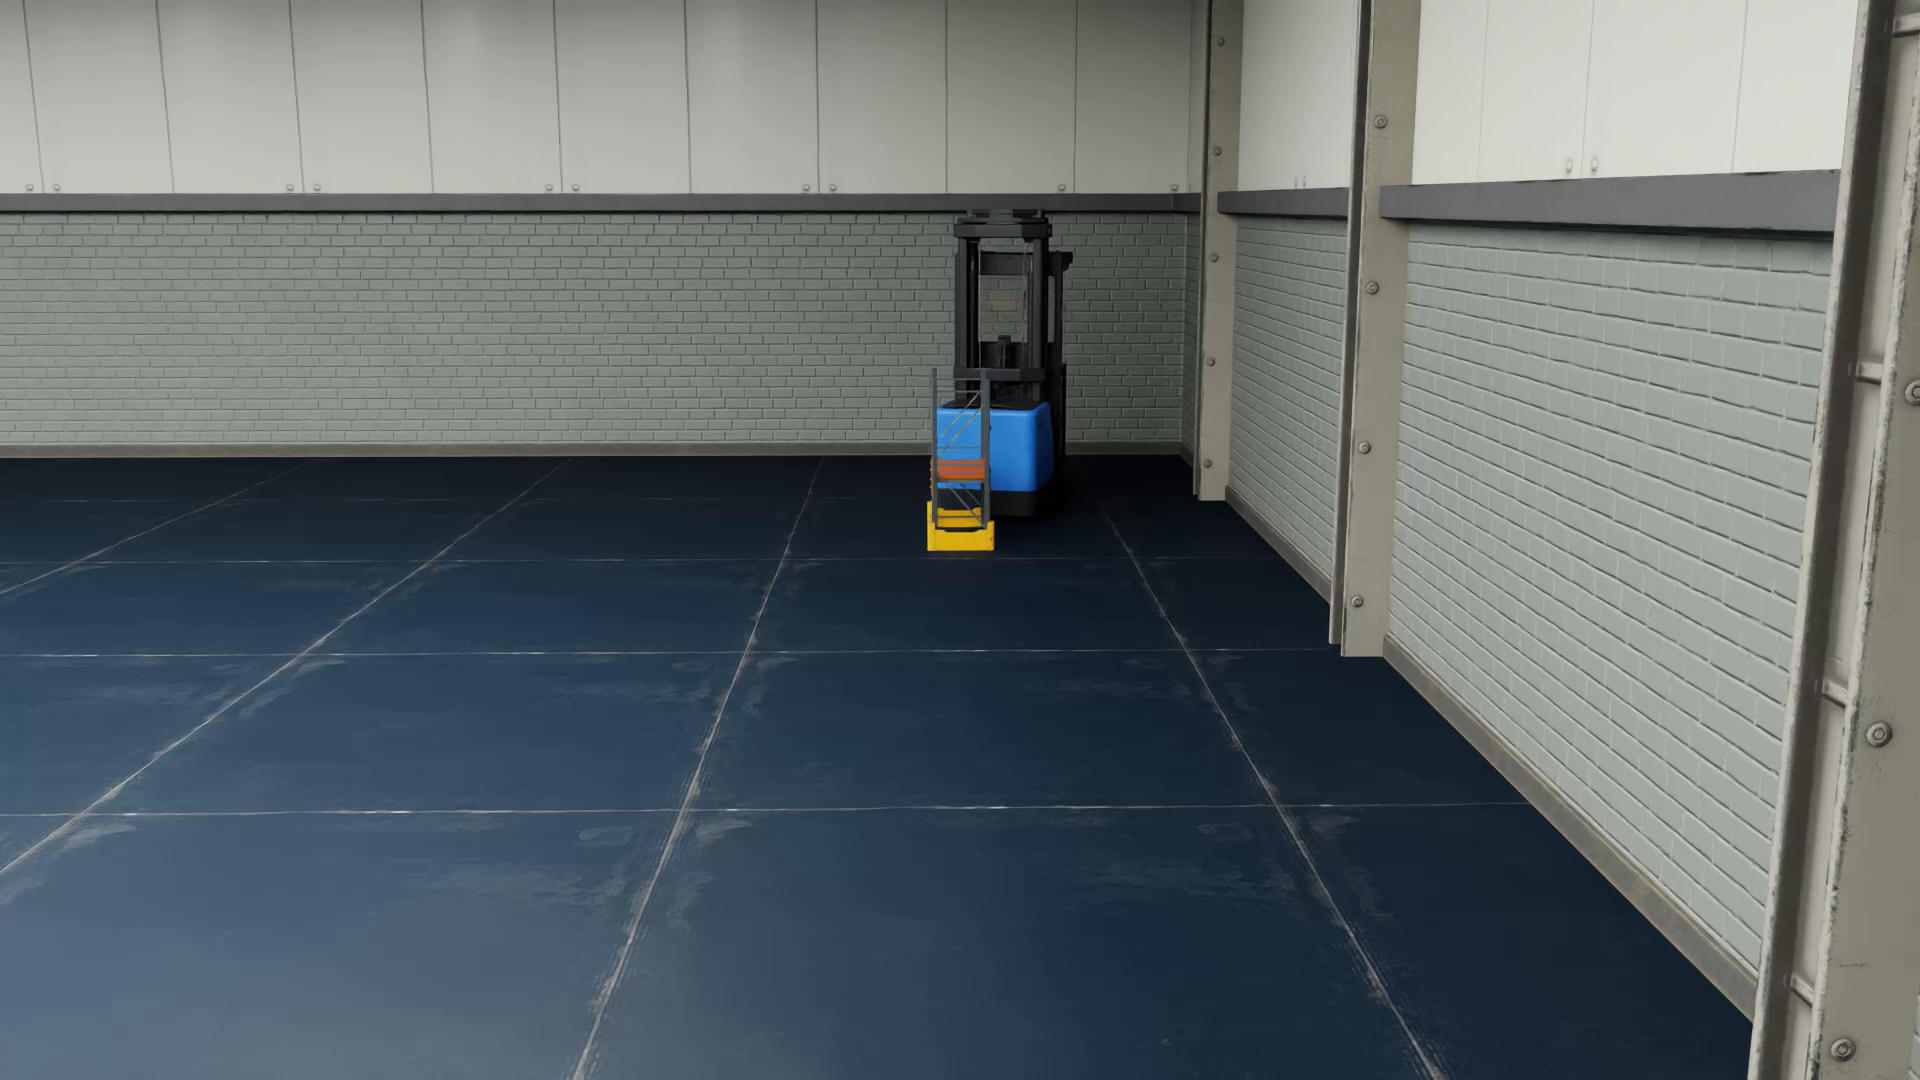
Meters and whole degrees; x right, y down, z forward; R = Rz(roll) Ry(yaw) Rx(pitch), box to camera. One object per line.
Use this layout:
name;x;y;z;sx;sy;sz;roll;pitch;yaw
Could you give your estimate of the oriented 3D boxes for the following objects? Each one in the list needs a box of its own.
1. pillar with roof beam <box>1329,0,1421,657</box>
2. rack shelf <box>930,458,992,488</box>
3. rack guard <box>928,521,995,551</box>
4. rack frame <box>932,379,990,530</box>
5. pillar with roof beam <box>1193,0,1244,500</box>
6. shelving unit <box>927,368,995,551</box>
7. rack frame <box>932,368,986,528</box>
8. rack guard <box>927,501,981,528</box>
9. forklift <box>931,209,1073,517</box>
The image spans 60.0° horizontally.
pillar with roof beam;-1.580;-3.647;10.405;9.100;9.000;0.400;0;11;-1
rack shelf;-0.002;-0.576;15.029;0.538;0.185;1.000;0;11;-1
rack guard;0.009;-0.039;14.621;0.587;0.250;0.087;0;11;-1
rack frame;0.009;-0.651;14.495;0.500;1.500;0.032;0;11;-1
pillar with roof beam;-1.704;-4.840;16.284;9.100;9.000;0.400;0;11;-1
shelving unit;-0.002;-0.750;14.985;0.587;1.500;1.083;0;11;-1
rack frame;-0.012;-0.853;15.492;0.500;1.500;0.032;0;11;-1
rack guard;-0.012;-0.237;15.597;0.587;0.250;0.087;0;11;-1
forklift;0.542;-1.901;17.056;1.130;2.935;3.031;3;12;12
